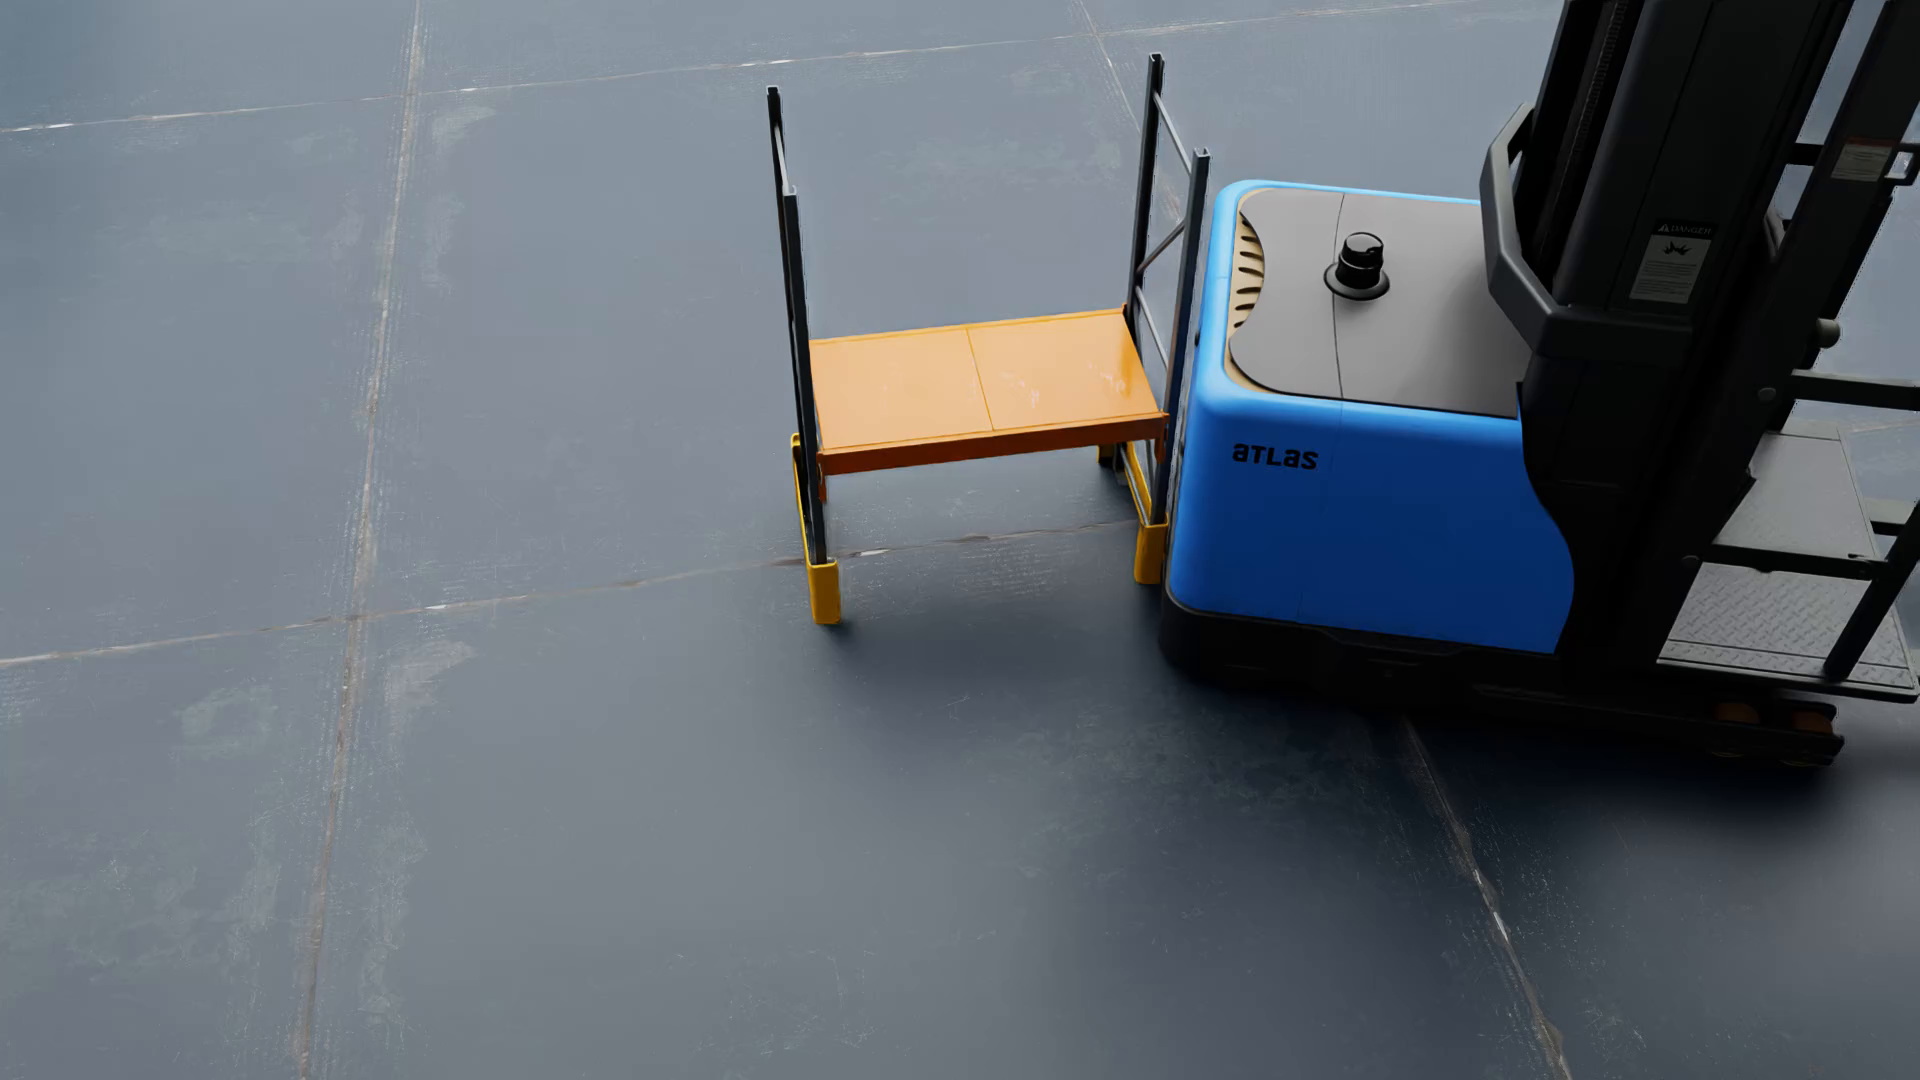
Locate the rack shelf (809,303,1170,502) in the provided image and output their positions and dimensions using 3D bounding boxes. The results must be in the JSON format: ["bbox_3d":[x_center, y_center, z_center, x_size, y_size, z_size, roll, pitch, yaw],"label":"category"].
[{"bbox_3d":[0.056,-0.412,4.855,1.000,0.185,0.538,-7,46,-6],"label":"rack shelf"}]

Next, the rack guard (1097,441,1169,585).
[{"bbox_3d":[0.539,-0.160,5.231,0.087,0.250,0.587,-7,46,-6],"label":"rack guard"}]

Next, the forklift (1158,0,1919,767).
[{"bbox_3d":[2.143,-0.800,3.985,3.031,2.935,1.130,7,46,7],"label":"forklift"}]

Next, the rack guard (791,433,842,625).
[{"bbox_3d":[-0.444,-0.044,5.118,0.087,0.250,0.587,-7,46,-6],"label":"rack guard"}]

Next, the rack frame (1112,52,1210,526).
[{"bbox_3d":[0.558,-0.596,4.783,0.032,1.500,0.500,-7,46,-6],"label":"rack frame"}]

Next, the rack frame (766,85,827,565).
[{"bbox_3d":[-0.445,-0.477,4.668,0.032,1.500,0.500,-7,46,-6],"label":"rack frame"}]

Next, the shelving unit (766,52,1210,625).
[{"bbox_3d":[0.047,-0.536,4.725,1.083,1.500,0.587,-7,46,-6],"label":"shelving unit"}]
